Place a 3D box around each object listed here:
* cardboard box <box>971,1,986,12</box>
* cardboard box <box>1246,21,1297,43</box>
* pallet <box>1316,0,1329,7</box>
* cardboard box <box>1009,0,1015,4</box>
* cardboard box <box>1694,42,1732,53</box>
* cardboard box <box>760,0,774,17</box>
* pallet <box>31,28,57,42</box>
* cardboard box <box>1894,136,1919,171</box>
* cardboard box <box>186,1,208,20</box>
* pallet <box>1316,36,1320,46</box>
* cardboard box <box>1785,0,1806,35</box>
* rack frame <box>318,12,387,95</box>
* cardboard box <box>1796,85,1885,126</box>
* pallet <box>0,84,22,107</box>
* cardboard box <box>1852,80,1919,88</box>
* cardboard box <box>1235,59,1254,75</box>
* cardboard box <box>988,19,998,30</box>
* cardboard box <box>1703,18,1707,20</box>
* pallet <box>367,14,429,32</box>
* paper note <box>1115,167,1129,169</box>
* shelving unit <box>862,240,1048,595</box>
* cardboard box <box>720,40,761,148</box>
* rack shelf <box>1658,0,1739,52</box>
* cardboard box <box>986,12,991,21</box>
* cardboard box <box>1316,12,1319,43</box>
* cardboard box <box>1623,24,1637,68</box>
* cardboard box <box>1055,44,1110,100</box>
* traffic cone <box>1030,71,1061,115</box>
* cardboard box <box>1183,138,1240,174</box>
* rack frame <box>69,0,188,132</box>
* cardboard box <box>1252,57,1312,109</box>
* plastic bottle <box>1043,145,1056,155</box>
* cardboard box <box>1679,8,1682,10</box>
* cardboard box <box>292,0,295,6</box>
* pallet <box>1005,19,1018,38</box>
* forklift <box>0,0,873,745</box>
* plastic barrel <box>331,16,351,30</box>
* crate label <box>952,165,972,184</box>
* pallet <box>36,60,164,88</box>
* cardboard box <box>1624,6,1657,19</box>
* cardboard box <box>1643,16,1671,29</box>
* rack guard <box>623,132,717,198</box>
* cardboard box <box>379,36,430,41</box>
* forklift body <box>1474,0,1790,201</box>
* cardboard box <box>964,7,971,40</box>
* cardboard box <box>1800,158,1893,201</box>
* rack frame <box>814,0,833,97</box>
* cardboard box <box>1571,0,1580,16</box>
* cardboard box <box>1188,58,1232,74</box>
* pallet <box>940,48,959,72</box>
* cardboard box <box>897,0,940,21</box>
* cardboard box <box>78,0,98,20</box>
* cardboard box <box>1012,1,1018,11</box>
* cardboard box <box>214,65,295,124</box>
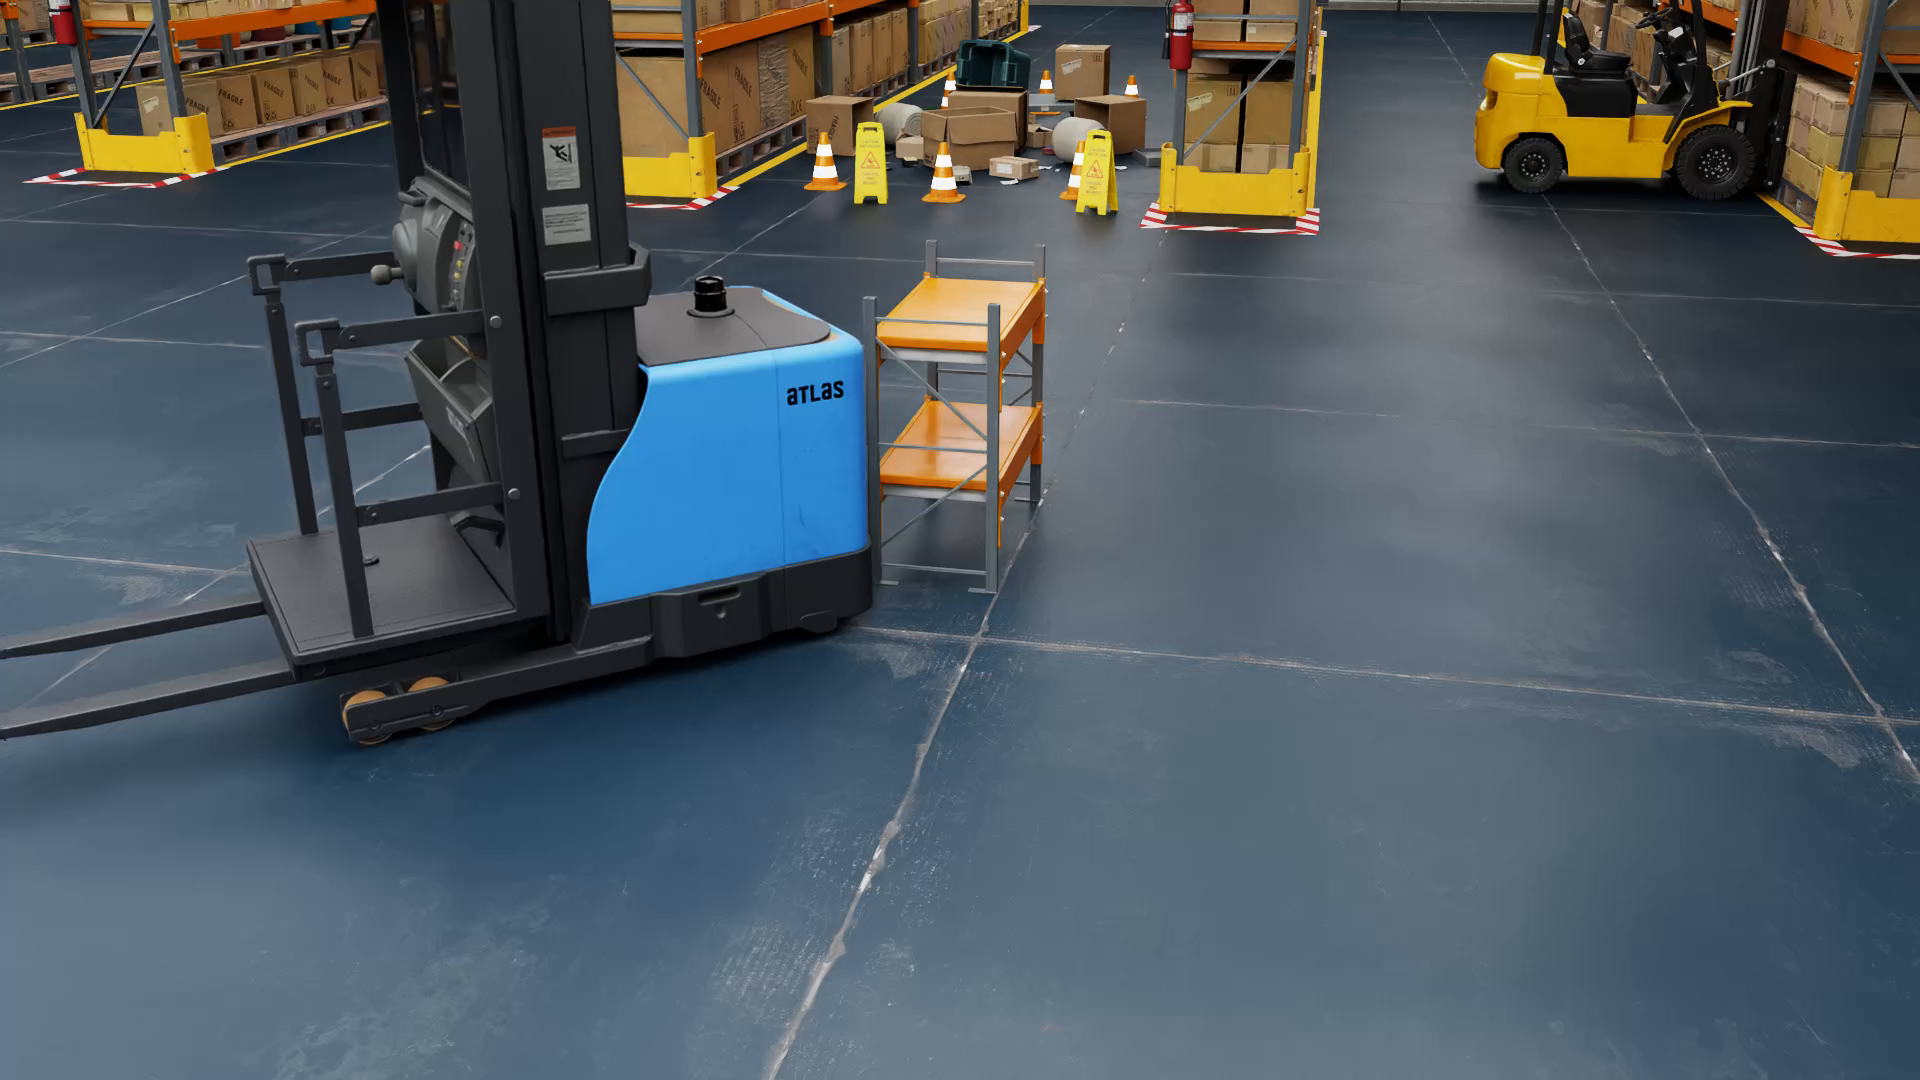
[{"bbox_3d":[0.201,-8.318,25.949,0.380,0.149,0.250,4,22,10],"label":"cardboard box"},{"bbox_3d":[2.469,-4.033,13.188,0.380,0.149,0.250,5,22,11],"label":"cardboard box"},{"bbox_3d":[3.312,-5.683,17.206,1.003,0.211,1.213,4,22,11],"label":"pallet"},{"bbox_3d":[0.699,-8.976,27.584,0.380,0.149,0.250,4,22,10],"label":"cardboard box"},{"bbox_3d":[8.286,-4.970,17.795,0.875,0.625,0.625,4,22,9],"label":"cardboard box"},{"bbox_3d":[-2.242,-5.185,15.512,0.875,0.550,0.500,4,22,11],"label":"cardboard box"},{"bbox_3d":[-14.882,-8.347,27.298,1.003,0.211,1.213,4,22,11],"label":"pallet"},{"bbox_3d":[7.356,-2.971,12.665,0.500,0.250,0.500,5,22,12],"label":"cardboard box"},{"bbox_3d":[-7.143,-4.856,15.231,0.380,0.149,0.250,4,22,11],"label":"cardboard box"},{"bbox_3d":[4.877,-7.408,24.965,1.003,0.211,1.213,4,22,11],"label":"pallet"},{"bbox_3d":[7.211,-4.471,13.807,0.500,0.500,0.500,5,22,11],"label":"cardboard box"},{"bbox_3d":[-6.688,-6.259,18.380,1.000,3.000,0.127,4,22,11],"label":"rack frame"},{"bbox_3d":[6.944,-3.426,13.126,0.500,0.250,0.500,5,22,12],"label":"cardboard box"},{"bbox_3d":[-11.715,-5.101,19.236,1.003,0.211,1.213,4,22,11],"label":"pallet"},{"bbox_3d":[7.551,-3.573,13.491,0.500,0.250,0.500,4,22,11],"label":"cardboard box"},{"bbox_3d":[2.423,-4.189,15.355,0.500,0.500,0.500,6,23,14],"label":"cardboard box"},{"bbox_3d":[0.393,-8.228,26.523,0.380,0.149,0.250,4,22,9],"label":"cardboard box"},{"bbox_3d":[9.300,-6.377,20.588,0.380,0.149,0.250,3,22,8],"label":"cardboard box"},{"bbox_3d":[-9.546,-8.988,28.889,1.003,0.211,1.213,4,22,11],"label":"pallet"},{"bbox_3d":[1.476,-3.449,15.376,0.142,0.019,0.148,-3,22,-8],"label":"paper note"},{"bbox_3d":[0.001,-0.524,6.650,0.538,1.125,1.048,4,22,11],"label":"shelving unit"},{"bbox_3d":[-2.418,-4.165,15.463,0.875,0.875,0.875,4,22,10],"label":"cardboard box"},{"bbox_3d":[8.281,-5.524,17.518,1.077,0.370,4.000,4,22,11],"label":"rack shelf"},{"bbox_3d":[0.282,-8.277,26.245,0.380,0.149,0.250,6,23,13],"label":"cardboard box"},{"bbox_3d":[4.879,-7.657,24.718,0.875,0.438,0.875,4,22,10],"label":"cardboard box"},{"bbox_3d":[8.870,-6.361,21.417,0.500,0.500,0.500,4,22,9],"label":"cardboard box"},{"bbox_3d":[1.265,-4.820,17.139,0.500,0.500,0.500,4,22,11],"label":"cardboard box"},{"bbox_3d":[0.976,-5.069,18.821,0.336,0.463,0.334,4,22,11],"label":"traffic cone"},{"bbox_3d":[2.103,-3.285,14.113,0.500,0.250,0.500,4,22,11],"label":"cardboard box"},{"bbox_3d":[-7.504,-4.796,14.747,1.000,3.000,0.127,4,22,11],"label":"rack frame"},{"bbox_3d":[2.950,-4.161,15.285,0.500,0.500,0.500,6,23,14],"label":"cardboard box"},{"bbox_3d":[0.914,-3.812,16.236,0.133,0.061,0.283,8,23,20],"label":"plastic bottle"},{"bbox_3d":[9.597,-6.950,22.011,0.380,0.149,0.250,3,22,8],"label":"cardboard box"},{"bbox_3d":[-6.891,-5.408,16.604,0.380,0.149,0.250,4,22,11],"label":"cardboard box"},{"bbox_3d":[0.379,-8.617,27.967,1.003,0.211,1.213,4,22,11],"label":"pallet"},{"bbox_3d":[-1.859,-0.939,5.262,3.031,2.935,1.130,-12,25,-27],"label":"forklift"},{"bbox_3d":[-10.032,-8.586,26.404,0.600,0.901,0.708,4,22,11],"label":"plastic barrel"},{"bbox_3d":[-0.034,-3.221,14.668,0.250,0.136,0.298,-7,23,-17],"label":"crate label"},{"bbox_3d":[-11.168,-6.081,21.670,1.003,0.211,1.213,4,22,11],"label":"pallet"},{"bbox_3d":[9.150,-7.076,22.323,0.380,0.149,0.250,3,22,8],"label":"cardboard box"},{"bbox_3d":[8.813,-6.505,20.906,0.380,0.149,0.250,4,22,10],"label":"cardboard box"},{"bbox_3d":[-2.674,-3.213,14.162,1.175,0.500,0.348,4,22,11],"label":"rack guard"},{"bbox_3d":[-6.426,-5.700,19.747,0.700,0.500,0.500,4,22,11],"label":"cardboard box"},{"bbox_3d":[5.658,-4.103,14.161,2.313,2.155,1.214,4,22,11],"label":"forklift body"},{"bbox_3d":[-0.125,-7.515,24.282,0.500,0.500,0.500,4,22,10],"label":"cardboard box"},{"bbox_3d":[6.844,-2.779,12.857,0.500,0.250,0.500,5,22,11],"label":"cardboard box"},{"bbox_3d":[-1.853,-5.844,17.349,1.000,3.000,0.127,4,22,11],"label":"rack frame"},{"bbox_3d":[10.104,-8.336,26.315,0.797,0.503,0.637,4,22,9],"label":"cardboard box"},{"bbox_3d":[2.114,-4.061,14.168,0.380,0.149,0.250,5,22,12],"label":"cardboard box"},{"bbox_3d":[-0.625,-6.744,23.316,1.003,0.211,1.213,4,22,11],"label":"pallet"},{"bbox_3d":[-0.556,-7.109,22.271,0.500,0.250,0.500,4,22,10],"label":"cardboard box"},{"bbox_3d":[-14.573,-8.784,27.405,0.500,0.500,0.500,4,22,11],"label":"cardboard box"},{"bbox_3d":[0.767,-9.028,28.111,0.380,0.149,0.250,4,22,9],"label":"cardboard box"},{"bbox_3d":[-7.126,-4.507,16.814,0.500,0.500,0.500,7,23,16],"label":"cardboard box"}]
